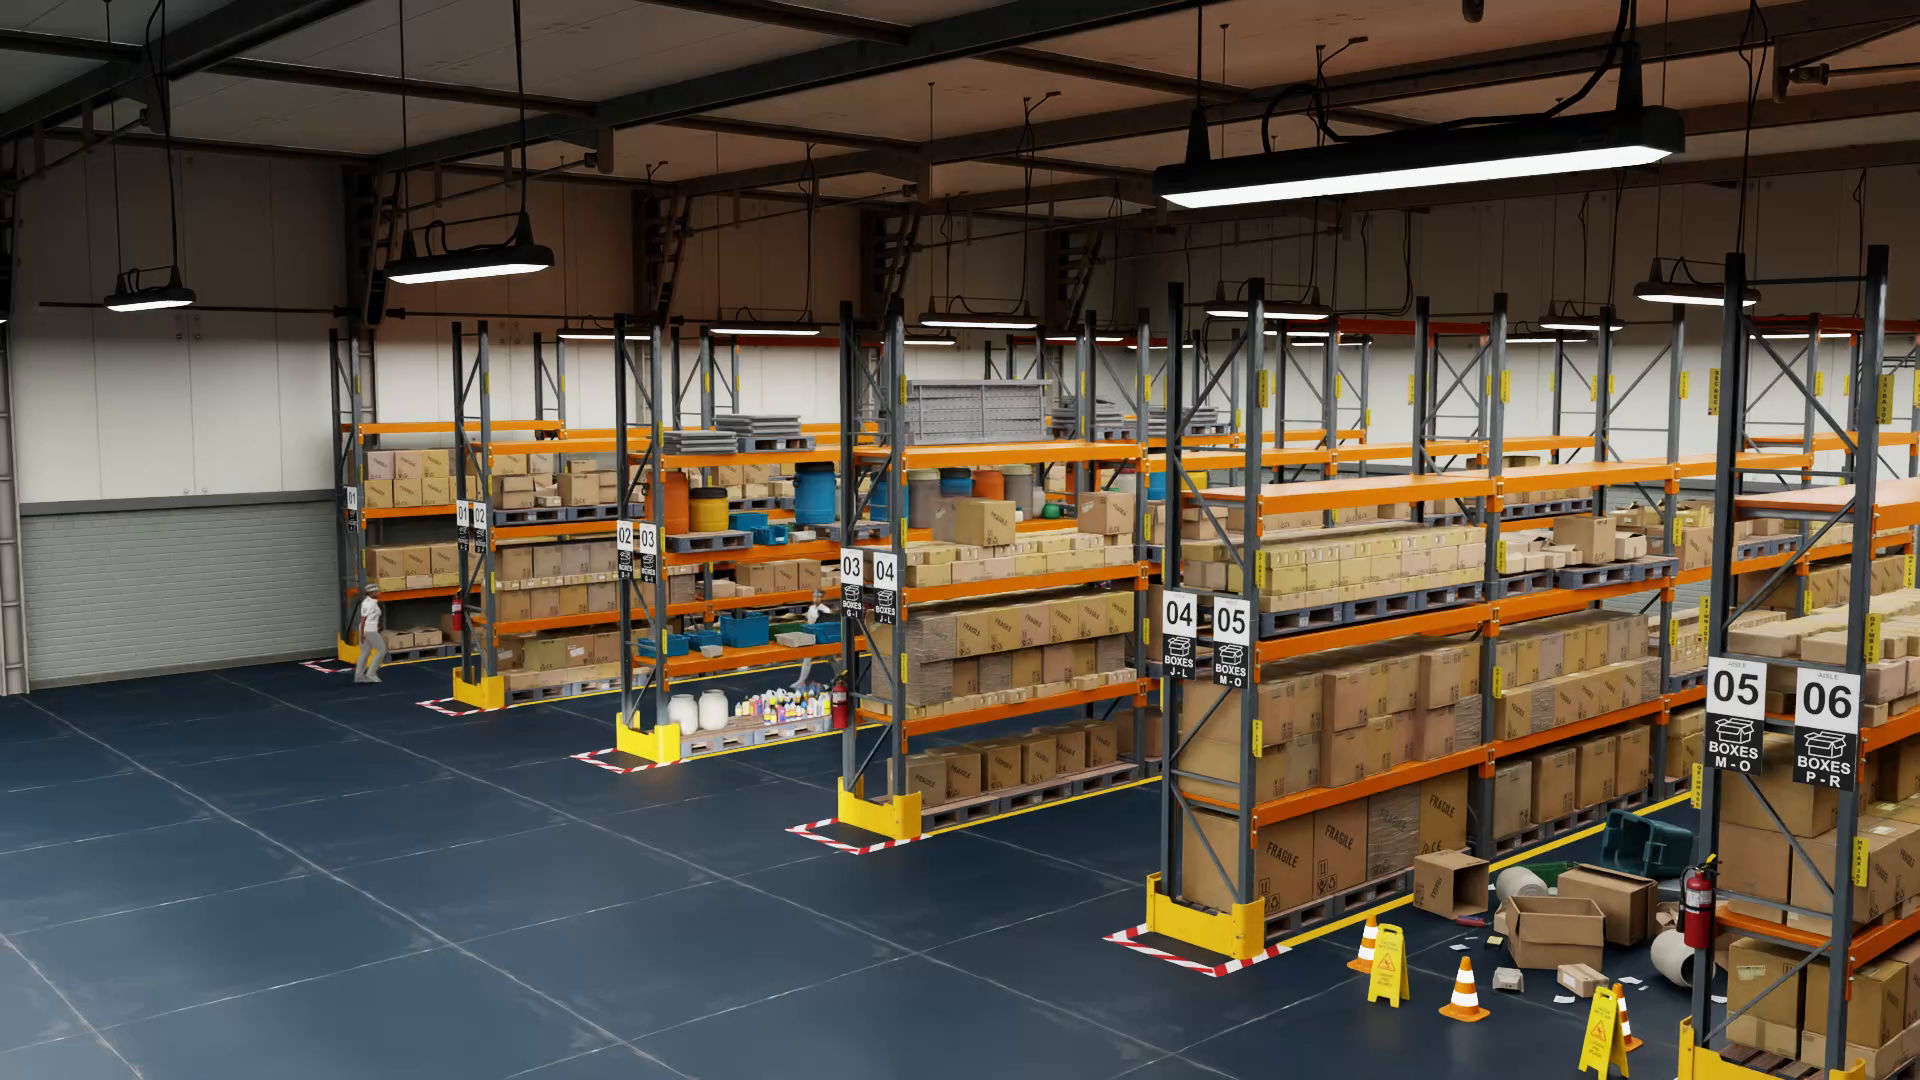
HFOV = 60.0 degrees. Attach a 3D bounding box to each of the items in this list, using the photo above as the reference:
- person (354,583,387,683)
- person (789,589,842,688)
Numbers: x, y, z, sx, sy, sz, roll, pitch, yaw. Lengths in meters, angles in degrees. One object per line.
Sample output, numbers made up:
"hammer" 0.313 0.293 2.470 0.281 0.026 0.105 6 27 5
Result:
"person" -9.954 1.566 27.995 0.519 1.680 0.467 -3 7 -30
"person" -2.373 1.608 27.543 0.570 1.622 1.040 5 7 39
